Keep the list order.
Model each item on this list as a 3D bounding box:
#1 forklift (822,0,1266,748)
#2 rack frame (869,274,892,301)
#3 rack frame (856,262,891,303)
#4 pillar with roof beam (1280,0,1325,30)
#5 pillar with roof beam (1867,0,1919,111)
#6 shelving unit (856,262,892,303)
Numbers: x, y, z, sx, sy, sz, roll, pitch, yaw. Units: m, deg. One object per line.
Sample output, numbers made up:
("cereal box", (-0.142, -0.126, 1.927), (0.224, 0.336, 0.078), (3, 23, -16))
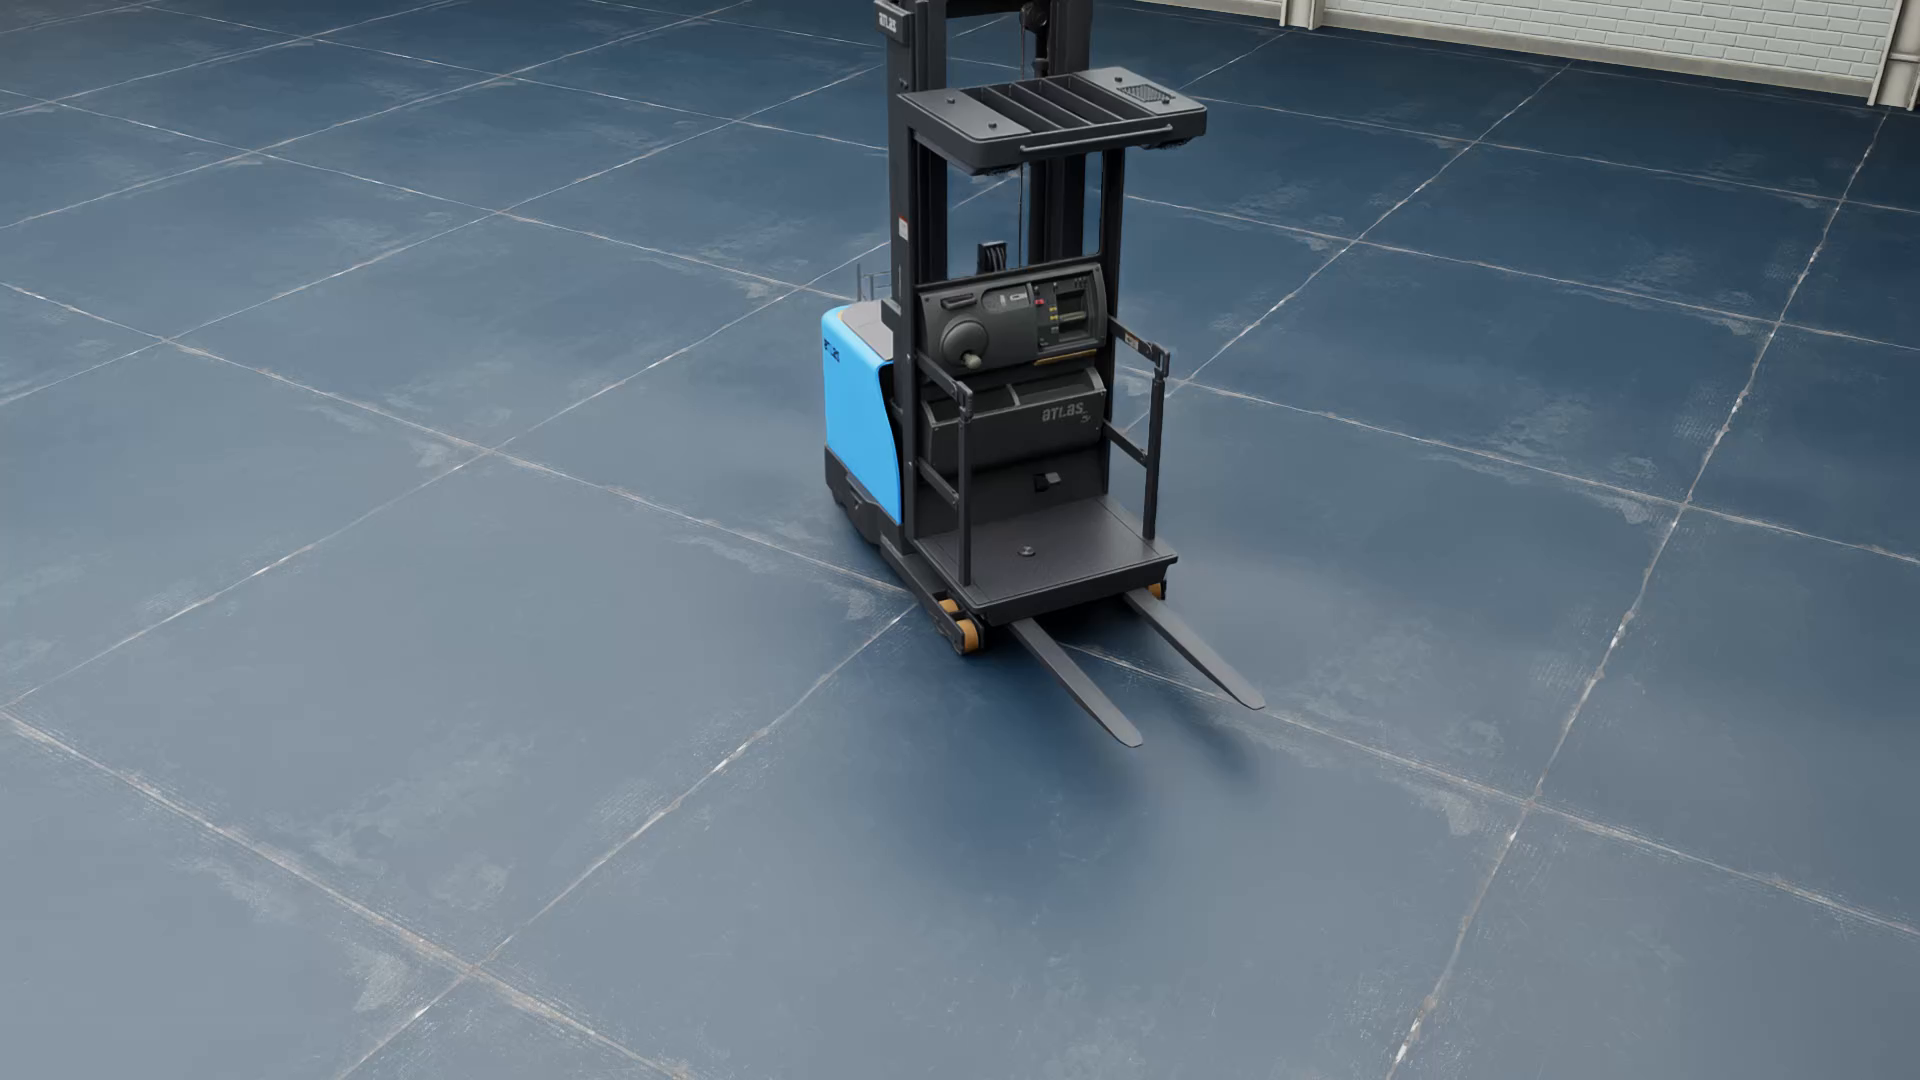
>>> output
("forklift", (0.352, -0.981, 7.522), (1.130, 2.935, 3.031), (-14, 33, -22))
("rack frame", (-0.368, -0.909, 9.117), (0.240, 1.200, 0.006), (-14, 33, -22))
("rack frame", (-0.447, -0.992, 9.260), (0.240, 1.200, 0.006), (-14, 33, -22))
("pillar with roof beam", (1.538, -7.826, 13.234), (0.400, 9.000, 9.100), (18, 35, 27))
("pillar with roof beam", (6.620, -6.218, 10.479), (0.400, 9.000, 9.100), (18, 35, 27))
("shelving unit", (-0.408, -0.950, 9.188), (0.258, 1.200, 0.189), (-14, 33, -22))
